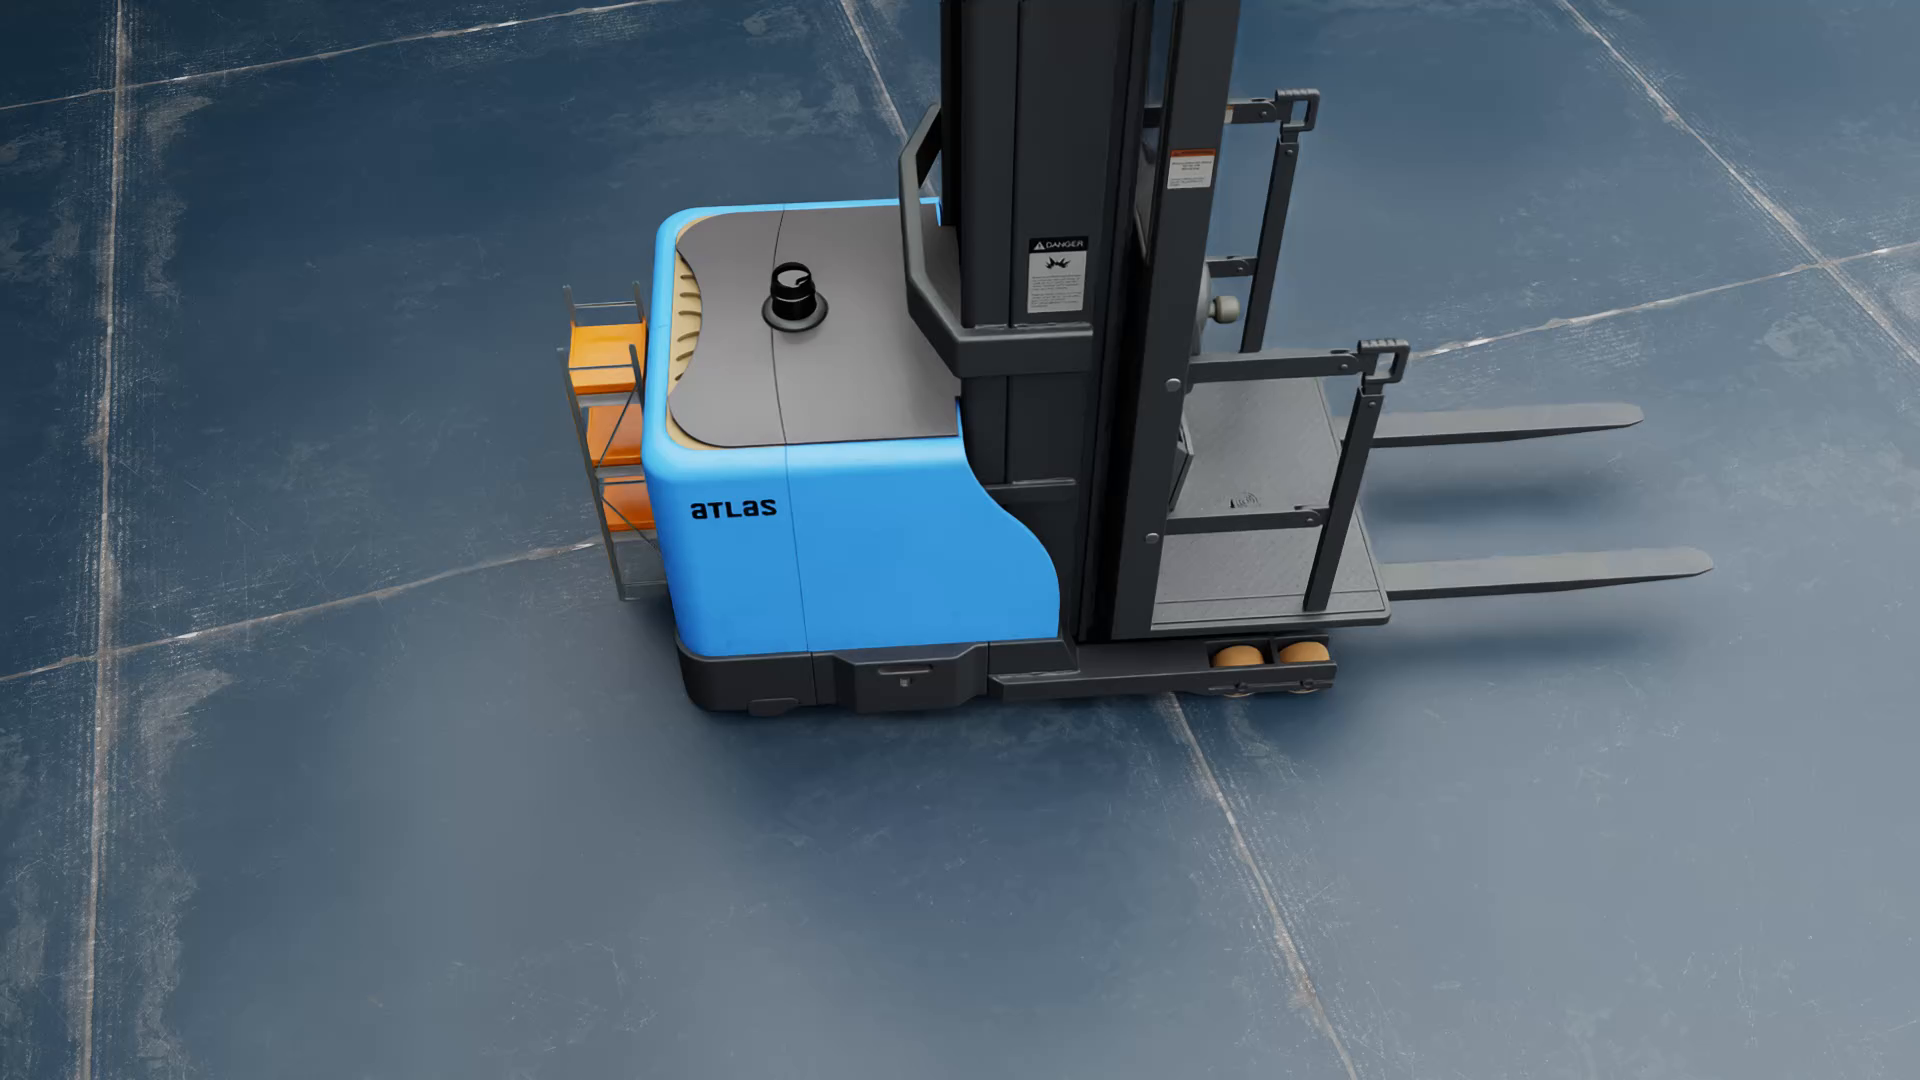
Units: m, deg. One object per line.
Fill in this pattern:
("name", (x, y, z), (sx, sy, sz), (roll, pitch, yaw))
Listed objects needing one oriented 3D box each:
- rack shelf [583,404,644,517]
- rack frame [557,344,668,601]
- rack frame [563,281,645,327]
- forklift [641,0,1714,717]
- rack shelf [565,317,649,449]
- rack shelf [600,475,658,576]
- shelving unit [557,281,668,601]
("rack shelf", (-0.951, -0.246, 4.785), (0.215, 0.259, 0.240), (-4, 50, -3))
("rack frame", (-0.941, -0.160, 4.698), (0.200, 1.050, 0.008), (-4, 50, -3))
("rack frame", (-0.962, -0.346, 4.855), (0.200, 1.050, 0.008), (-4, 50, -3))
("forklift", (0.685, -0.889, 4.083), (3.031, 2.935, 1.130), (-3, 50, -3))
("rack shelf", (-0.951, -0.429, 4.568), (0.215, 0.259, 0.240), (-4, 50, -3))
("rack shelf", (-0.951, -0.067, 4.997), (0.215, 0.259, 0.240), (-4, 50, -3))
("shelving unit", (-0.951, -0.253, 4.777), (0.215, 1.050, 0.252), (-4, 50, -3))
